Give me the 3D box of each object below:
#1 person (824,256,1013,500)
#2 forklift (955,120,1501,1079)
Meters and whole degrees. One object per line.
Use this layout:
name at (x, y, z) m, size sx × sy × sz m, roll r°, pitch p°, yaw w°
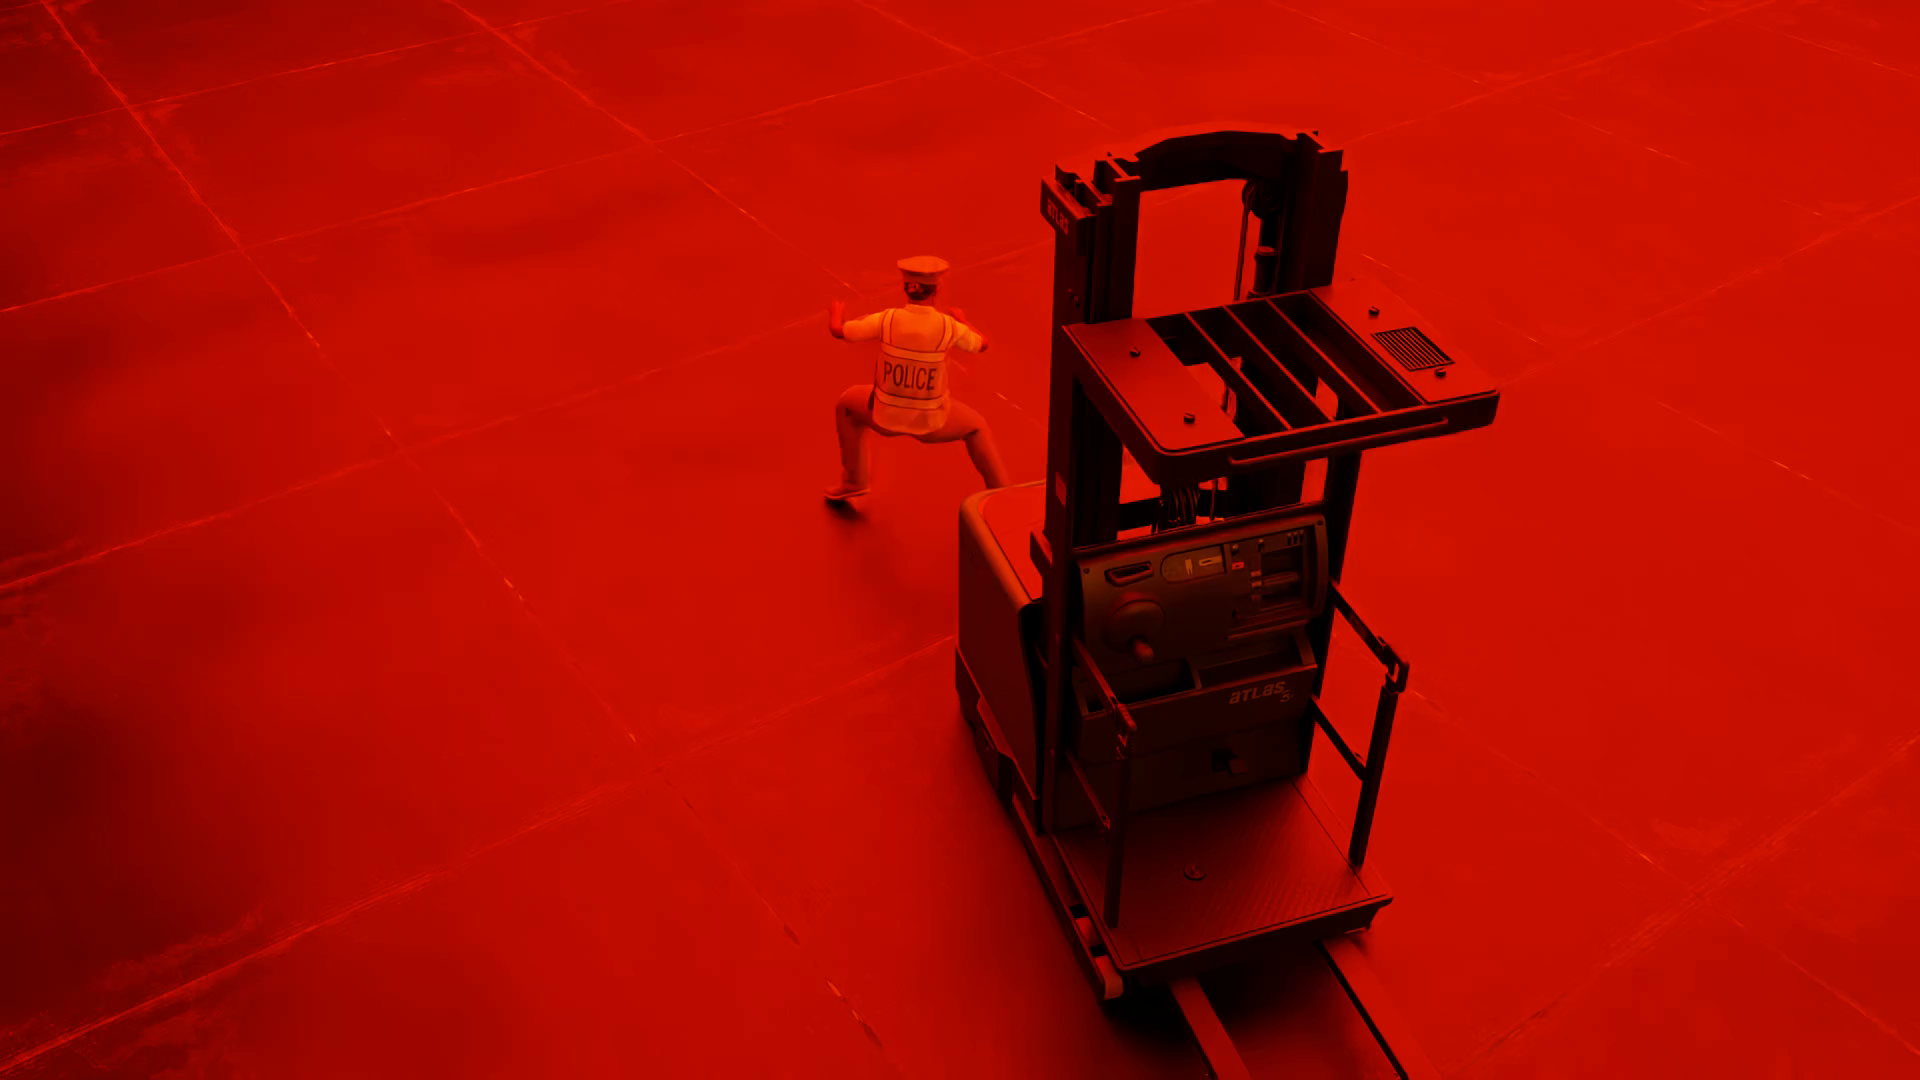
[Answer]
person at (-0.210, -0.781, 8.259) m, size 0.995 × 1.436 × 0.712 m, roll 4°, pitch 37°, yaw 6°
forklift at (0.923, 0.239, 5.621) m, size 1.130 × 2.935 × 3.031 m, roll -11°, pitch 38°, yaw -15°
